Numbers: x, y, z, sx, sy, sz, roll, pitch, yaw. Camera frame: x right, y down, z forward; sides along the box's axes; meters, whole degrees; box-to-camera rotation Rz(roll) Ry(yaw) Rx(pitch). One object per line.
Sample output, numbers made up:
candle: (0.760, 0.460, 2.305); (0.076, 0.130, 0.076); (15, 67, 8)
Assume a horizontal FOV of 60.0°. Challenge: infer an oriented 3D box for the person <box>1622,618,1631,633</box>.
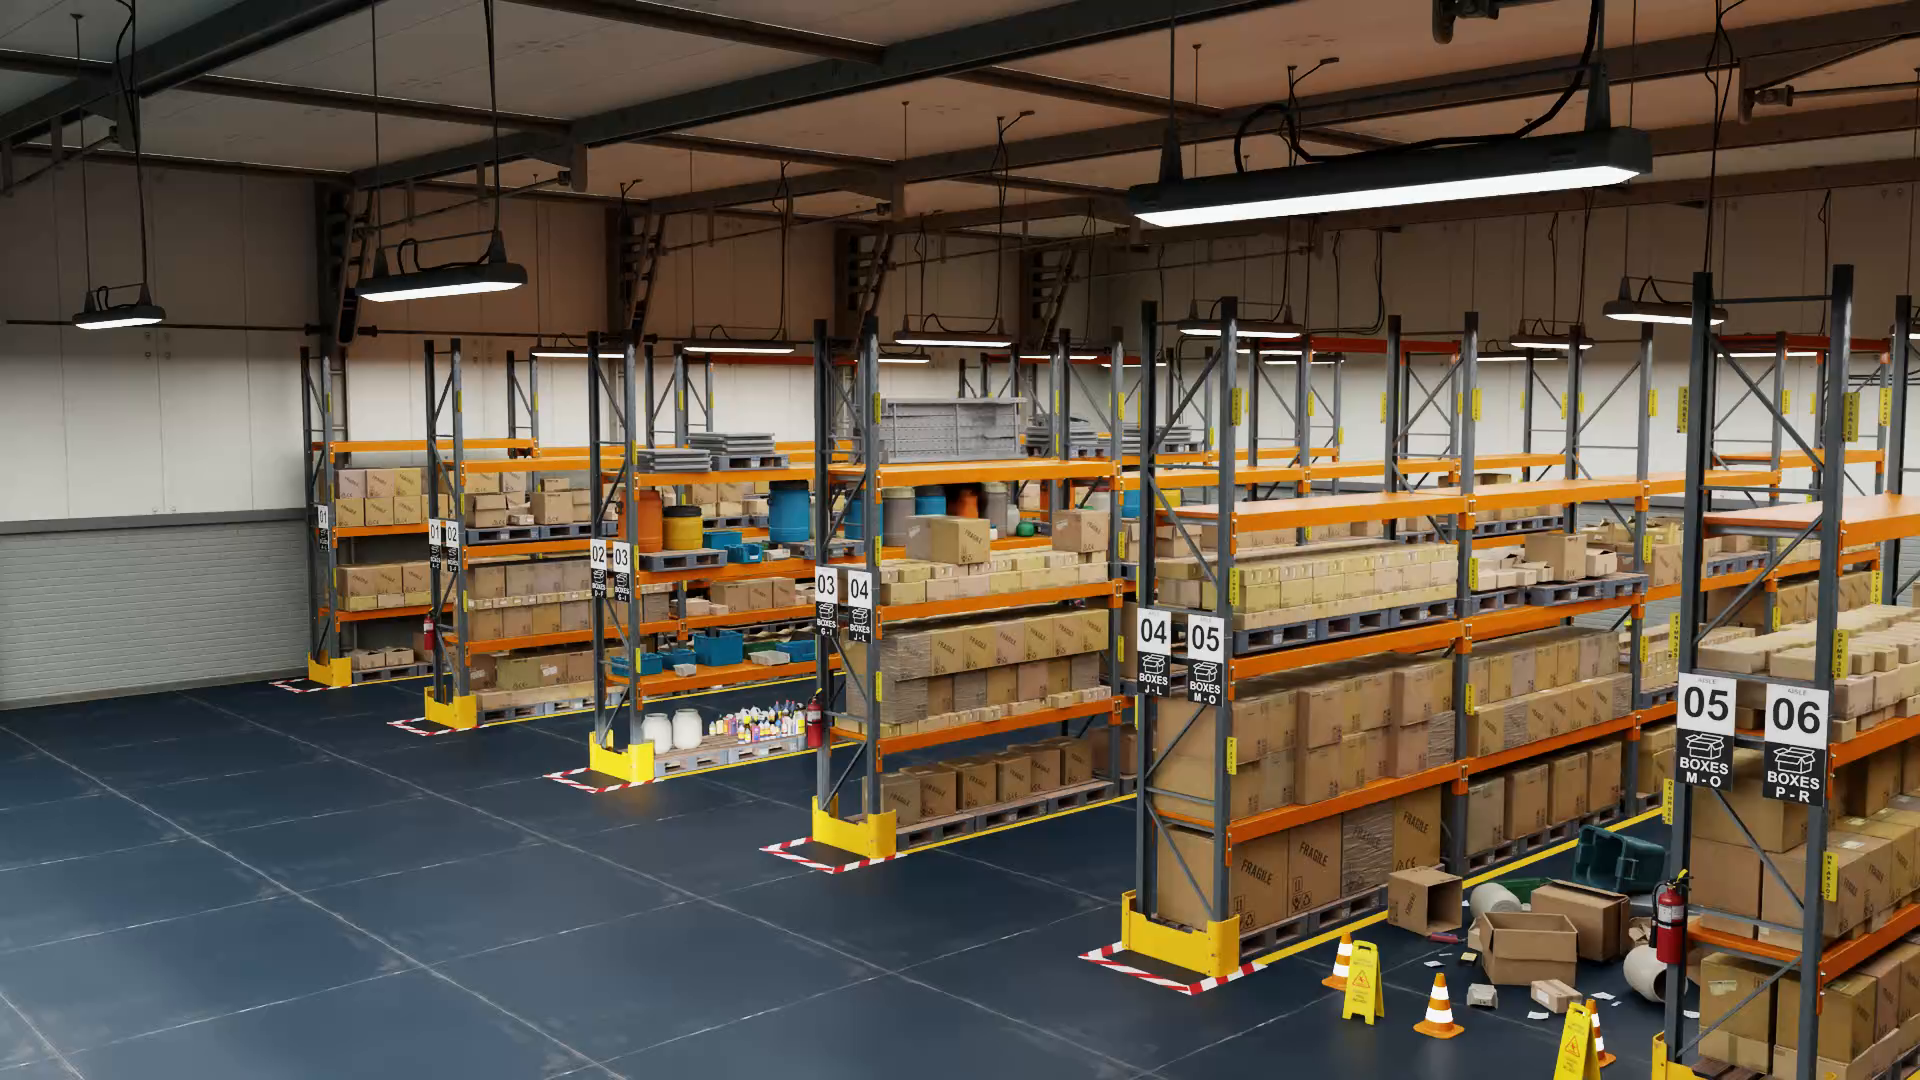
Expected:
person: (10.155, 2.075, 25.234); (0.730, 1.797, 0.687); (-4, 6, -39)
